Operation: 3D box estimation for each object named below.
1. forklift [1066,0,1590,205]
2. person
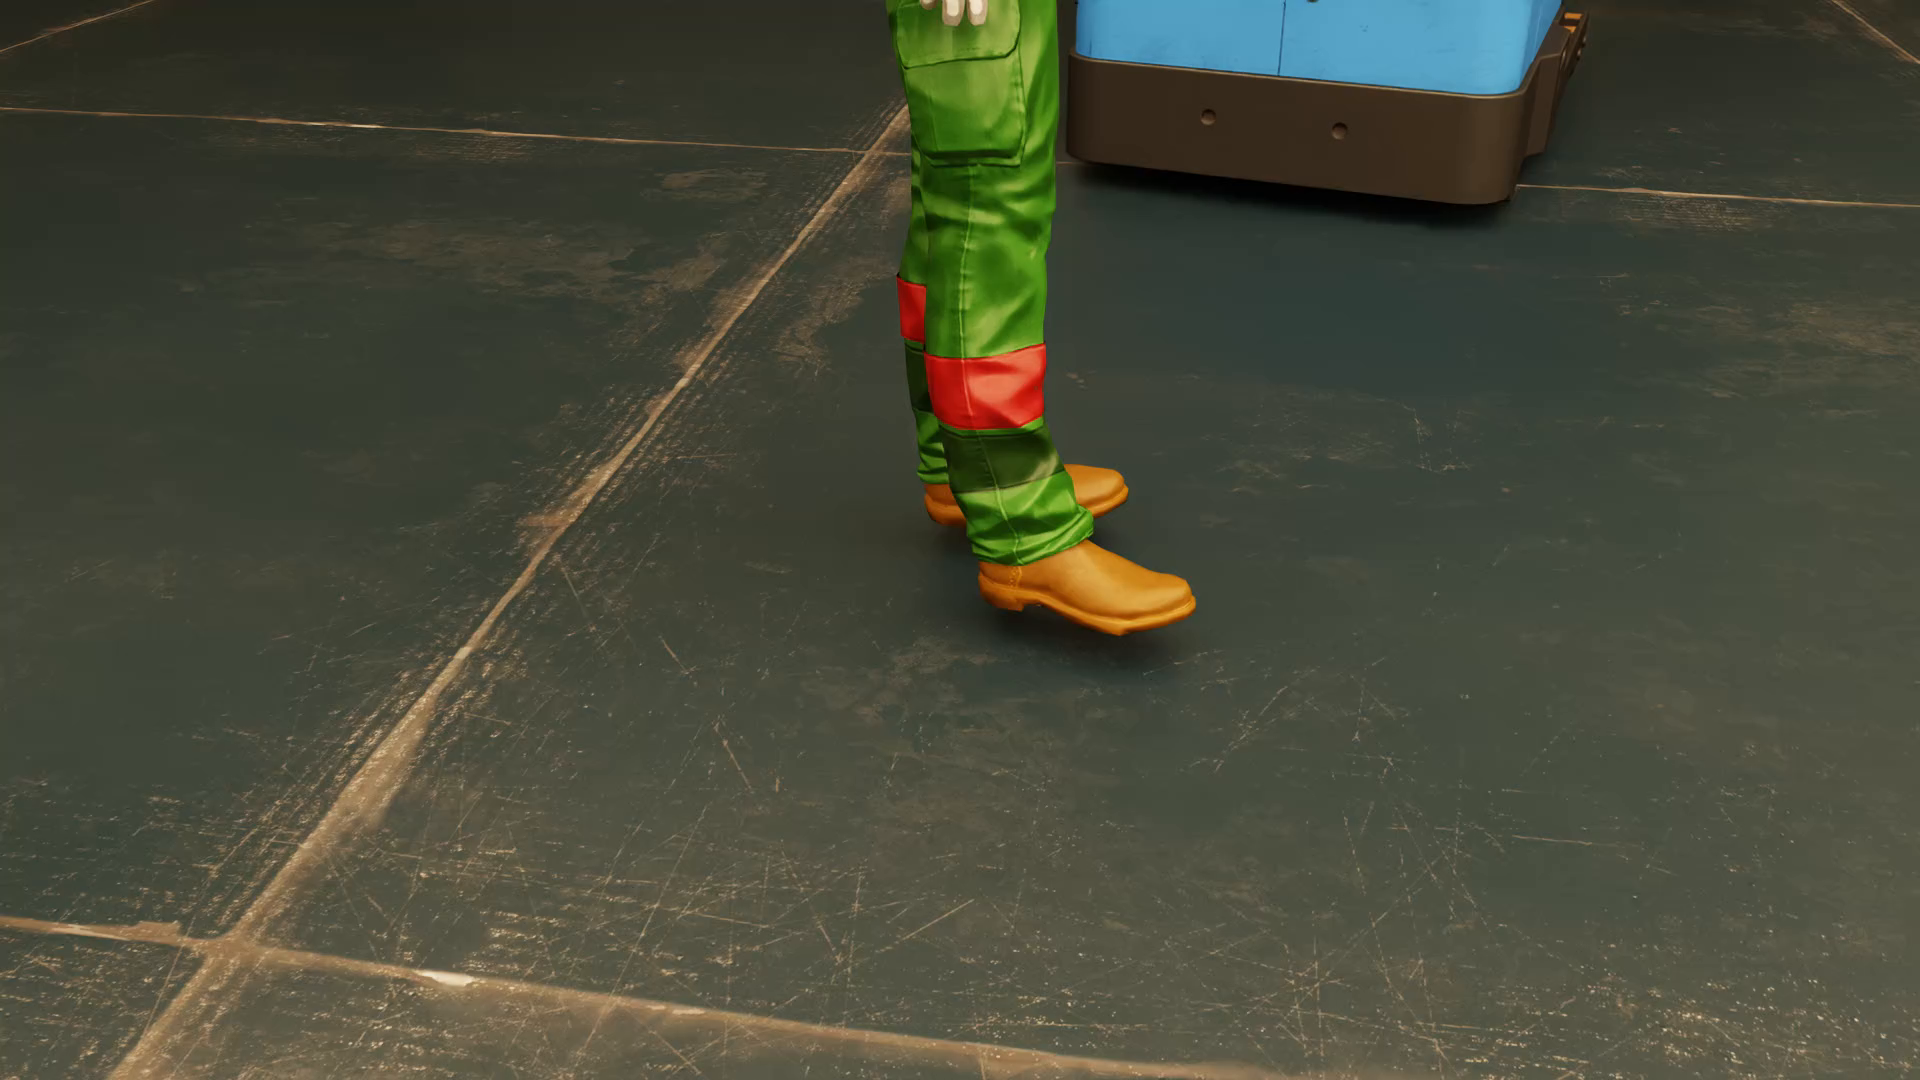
[{"bbox_3d":[1.293,-2.722,4.387,1.130,2.935,3.031,11,31,20],"label":"forklift"},{"bbox_3d":[0.076,-0.811,2.021,0.564,1.786,0.638,5,29,9],"label":"person"}]
